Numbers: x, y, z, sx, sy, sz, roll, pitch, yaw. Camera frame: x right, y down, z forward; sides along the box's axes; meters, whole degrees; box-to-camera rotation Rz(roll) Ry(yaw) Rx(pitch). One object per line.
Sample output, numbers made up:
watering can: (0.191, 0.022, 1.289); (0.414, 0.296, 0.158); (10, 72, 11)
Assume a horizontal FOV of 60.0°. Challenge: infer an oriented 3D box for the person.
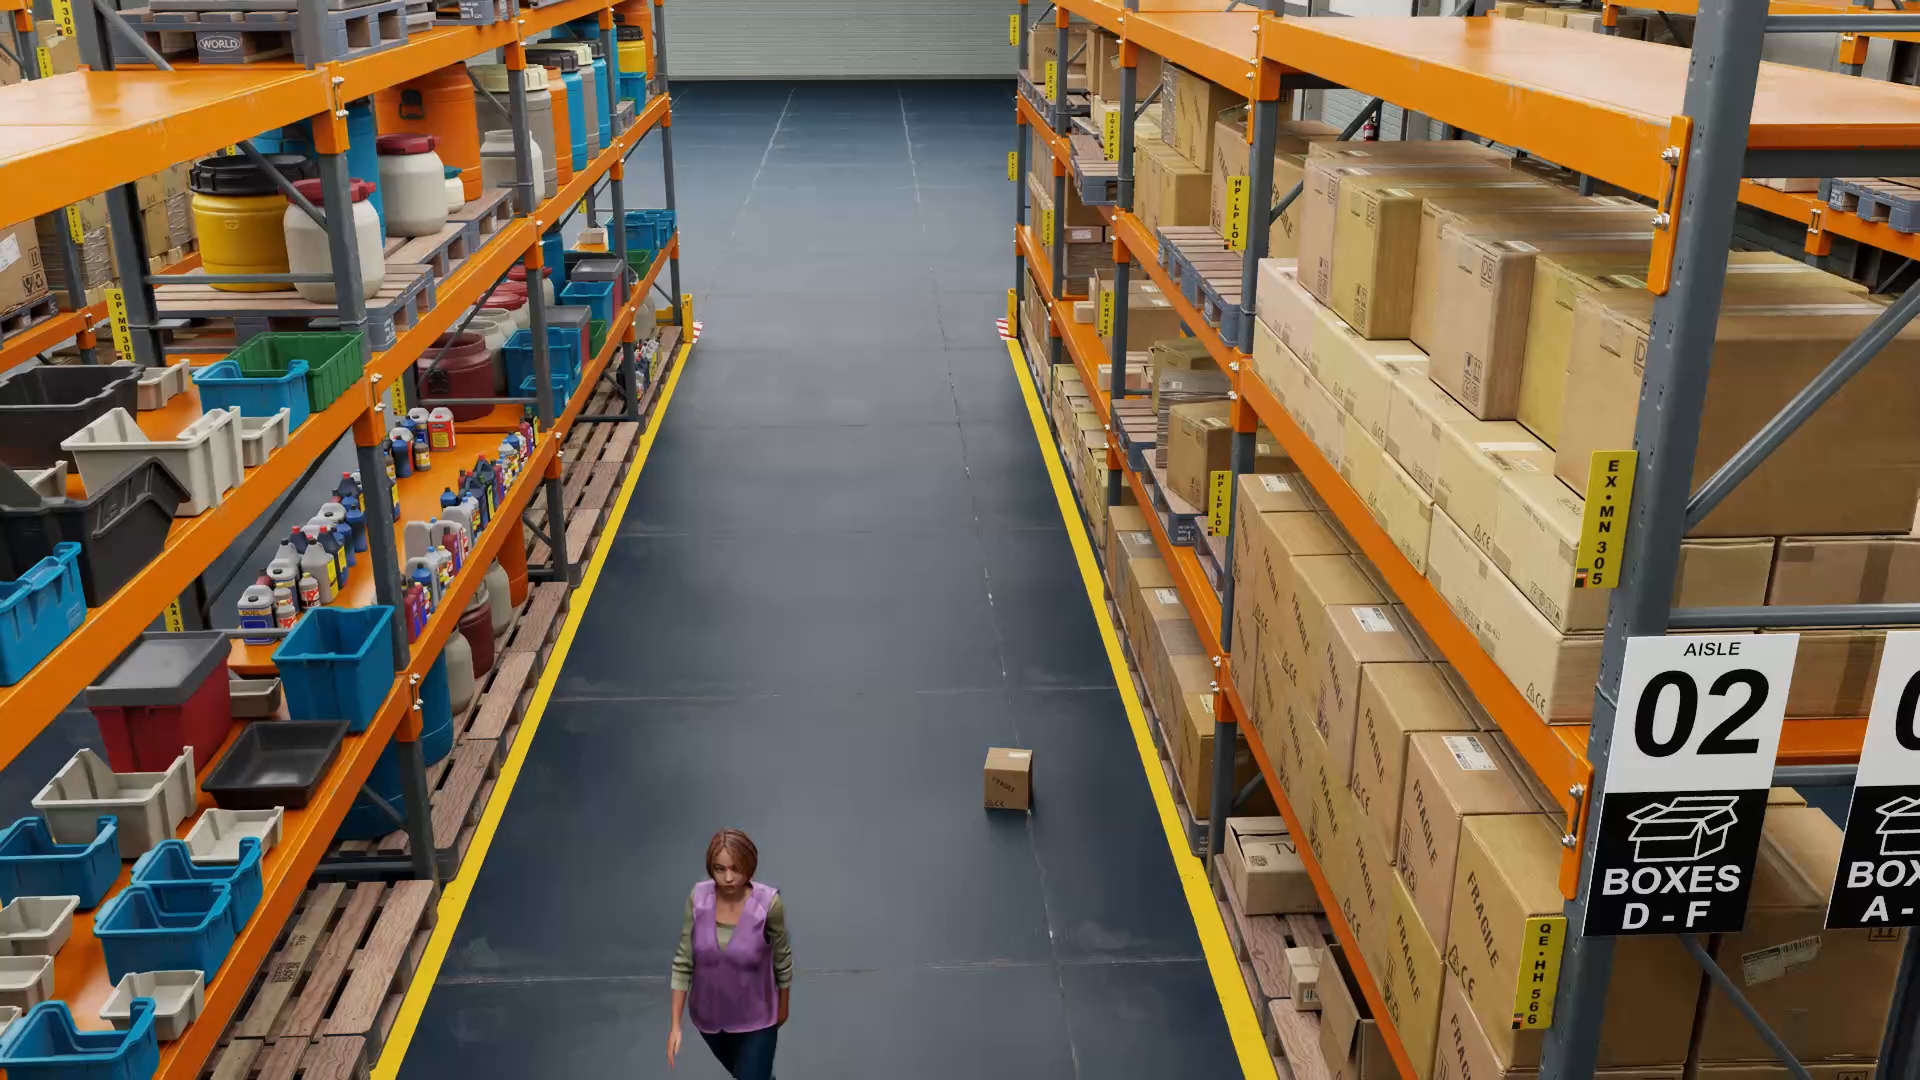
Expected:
person: (-0.872, 1.817, 6.274); (0.410, 1.521, 0.938); (5, 21, 13)
